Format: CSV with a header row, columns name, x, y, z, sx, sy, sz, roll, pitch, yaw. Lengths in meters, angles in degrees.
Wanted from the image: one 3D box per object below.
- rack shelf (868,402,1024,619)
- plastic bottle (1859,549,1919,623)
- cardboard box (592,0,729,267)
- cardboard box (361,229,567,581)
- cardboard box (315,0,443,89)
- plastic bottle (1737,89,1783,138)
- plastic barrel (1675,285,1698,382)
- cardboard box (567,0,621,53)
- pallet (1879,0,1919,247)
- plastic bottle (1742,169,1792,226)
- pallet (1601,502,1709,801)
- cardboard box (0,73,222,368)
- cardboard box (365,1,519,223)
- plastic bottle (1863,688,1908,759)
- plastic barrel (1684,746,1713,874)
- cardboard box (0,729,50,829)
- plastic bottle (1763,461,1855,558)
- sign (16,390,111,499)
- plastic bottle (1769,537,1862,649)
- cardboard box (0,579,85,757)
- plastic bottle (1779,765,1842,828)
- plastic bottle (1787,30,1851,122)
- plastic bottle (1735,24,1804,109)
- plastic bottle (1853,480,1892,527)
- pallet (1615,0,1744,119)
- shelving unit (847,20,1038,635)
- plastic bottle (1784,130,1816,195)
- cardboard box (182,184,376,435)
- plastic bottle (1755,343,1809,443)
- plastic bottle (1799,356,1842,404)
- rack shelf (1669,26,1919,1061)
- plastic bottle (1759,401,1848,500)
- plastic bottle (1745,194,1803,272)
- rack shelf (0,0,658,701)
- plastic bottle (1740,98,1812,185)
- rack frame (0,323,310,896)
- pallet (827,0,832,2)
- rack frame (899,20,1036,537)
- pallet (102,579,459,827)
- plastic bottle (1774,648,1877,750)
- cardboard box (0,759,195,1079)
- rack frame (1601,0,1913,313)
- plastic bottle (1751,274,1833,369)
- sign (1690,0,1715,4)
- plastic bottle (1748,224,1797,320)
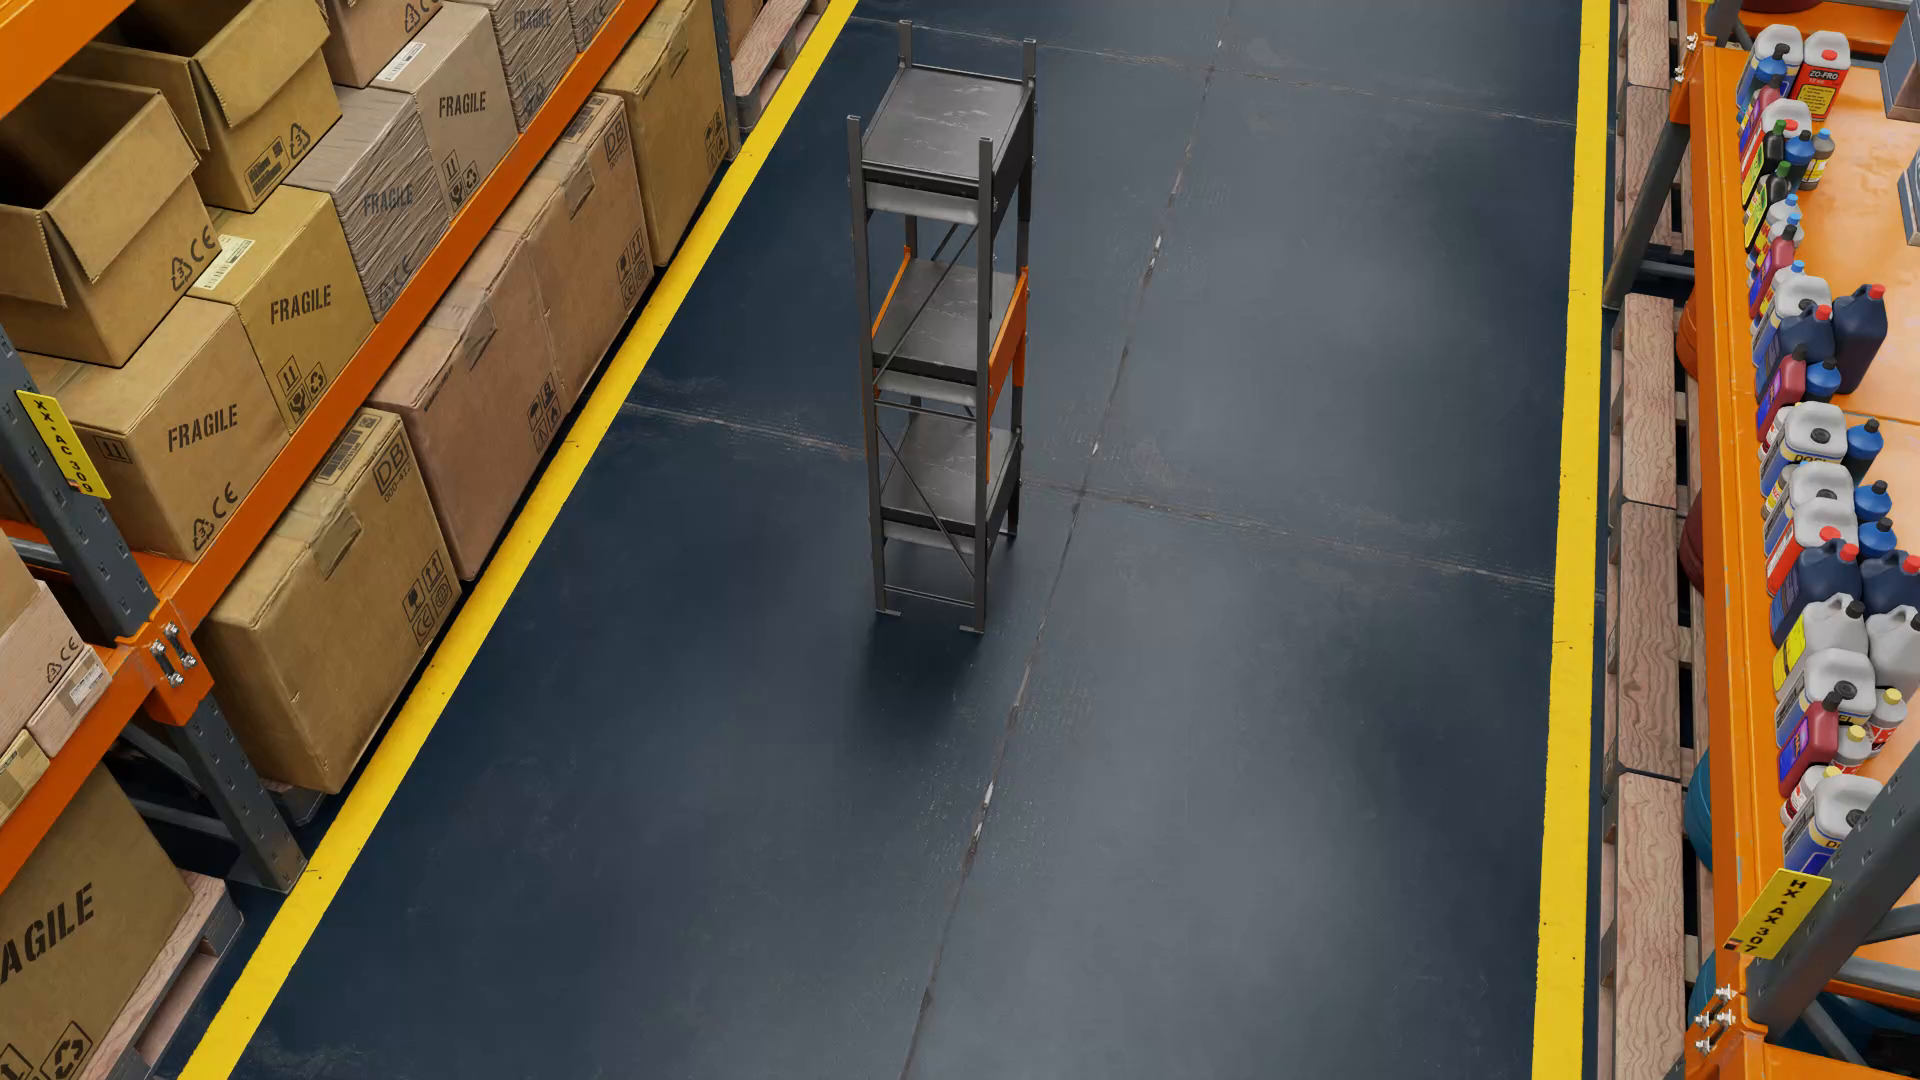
name,x,y,z,sx,sy,sz,roll,pitch,yaw
rack shelf,-0.044,-0.103,5.892,0.431,0.518,0.480,12,50,10
plastic bottle,2.306,0.148,4.151,0.144,0.351,0.185,12,50,10
cardboard box,-1.735,-1.845,7.014,1.225,0.875,0.875,9,49,8
cardboard box,-2.203,-0.560,5.881,1.225,0.875,0.875,10,49,9
cardboard box,-2.086,-1.786,5.090,0.797,0.503,0.637,13,50,11
plastic bottle,2.737,-1.463,5.673,0.097,0.201,0.097,0,49,0
plastic barrel,3.133,-0.990,6.291,0.600,0.830,0.708,12,50,10
cardboard box,-1.561,-2.172,6.099,0.500,0.500,0.500,11,50,10
pallet,2.304,-0.550,2.860,1.213,0.211,1.003,12,50,10
plastic bottle,2.605,-1.102,5.354,0.097,0.201,0.097,0,49,0
pallet,2.755,0.454,5.708,1.003,0.211,1.213,12,50,10
cardboard box,-2.426,-0.839,4.254,0.797,0.503,0.637,10,49,9
cardboard box,-1.829,-1.428,5.443,0.500,0.500,0.500,12,50,11
plastic bottle,2.205,0.431,4.002,0.097,0.201,0.097,0,49,0
plastic barrel,2.538,0.620,4.822,0.600,0.901,0.708,12,50,10
cardboard box,-2.418,0.544,3.936,0.380,0.149,0.250,12,50,11
plastic bottle,2.248,-0.067,4.392,0.152,0.276,0.135,12,50,10
sign,-2.050,-0.215,3.809,0.100,0.325,0.005,12,50,10
plastic bottle,2.167,0.120,4.176,0.144,0.351,0.185,12,50,10
cardboard box,-2.449,0.312,3.876,0.500,0.250,0.500,11,49,9
plastic bottle,1.988,0.594,3.857,0.097,0.201,0.097,0,49,0
plastic bottle,2.966,-1.606,5.750,0.152,0.276,0.135,12,50,10
plastic bottle,2.819,-1.636,5.776,0.152,0.276,0.135,12,50,10
plastic bottle,2.374,-0.055,4.383,0.097,0.271,0.097,0,49,0
pallet,3.809,-2.436,8.259,1.003,0.211,1.213,12,50,10
shelving unit,-0.044,-0.575,5.357,0.431,2.100,0.503,12,50,10
plastic bottle,2.699,-1.210,5.403,0.097,0.271,0.097,0,49,0
cardboard box,-2.092,-0.691,4.792,0.500,0.500,0.500,12,50,10
plastic bottle,2.326,-0.414,4.692,0.061,0.283,0.133,12,50,10
plastic bottle,2.407,-0.407,4.695,0.097,0.271,0.097,0,49,0
rack shelf,2.719,-0.242,4.943,1.077,0.370,4.000,12,50,10
plastic bottle,2.309,-0.235,4.540,0.152,0.276,0.135,12,50,10
plastic bottle,2.545,-0.958,5.181,0.097,0.271,0.097,0,49,0
rack shelf,-2.060,-1.219,5.805,1.077,0.370,4.000,12,50,10
plastic bottle,2.697,-1.302,5.481,0.152,0.276,0.135,12,50,10
rack frame,-2.586,-0.011,4.259,1.000,3.000,0.127,12,50,10
pallet,-1.003,-3.426,9.133,1.003,0.211,1.213,12,50,10
rack frame,0.021,-0.752,5.513,0.400,2.100,0.015,12,50,10
pallet,-2.456,0.339,5.810,1.003,0.211,1.213,12,50,10
plastic bottle,2.080,0.395,3.984,0.152,0.276,0.135,12,50,10
cardboard box,-2.837,1.015,4.490,0.875,0.875,0.875,12,50,10
rack frame,3.245,-1.926,5.950,1.000,3.000,0.127,12,50,10
plastic bottle,2.454,-0.633,4.891,0.152,0.276,0.135,12,50,10
sign,2.712,-2.084,5.980,0.100,0.325,0.005,12,50,10
plastic bottle,2.471,-0.812,5.044,0.061,0.283,0.133,12,50,10
